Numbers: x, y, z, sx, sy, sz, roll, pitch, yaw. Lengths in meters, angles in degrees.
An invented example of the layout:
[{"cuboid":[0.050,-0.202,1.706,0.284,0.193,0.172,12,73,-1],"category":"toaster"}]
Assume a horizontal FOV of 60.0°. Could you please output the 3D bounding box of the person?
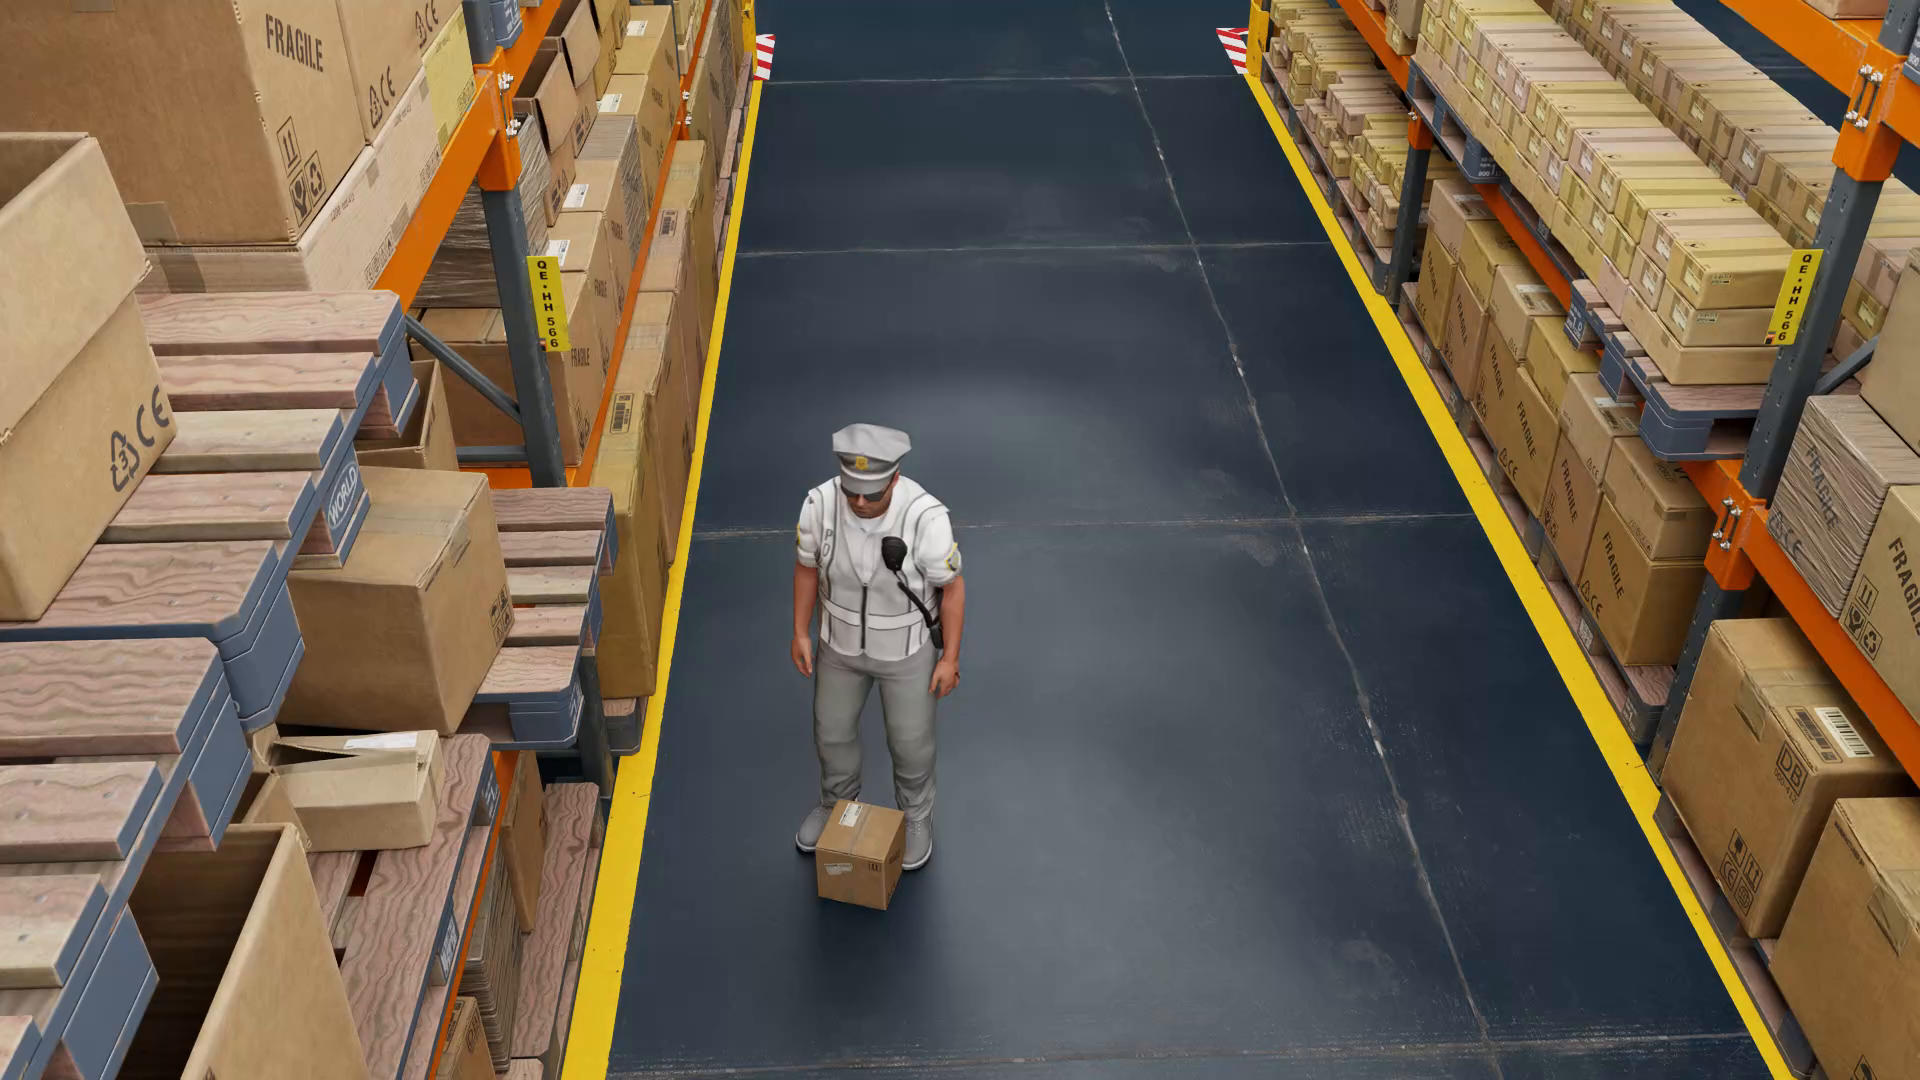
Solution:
[{"cuboid":[-0.277,0.343,5.649,0.594,1.748,0.434,8,36,12],"category":"person"}]
